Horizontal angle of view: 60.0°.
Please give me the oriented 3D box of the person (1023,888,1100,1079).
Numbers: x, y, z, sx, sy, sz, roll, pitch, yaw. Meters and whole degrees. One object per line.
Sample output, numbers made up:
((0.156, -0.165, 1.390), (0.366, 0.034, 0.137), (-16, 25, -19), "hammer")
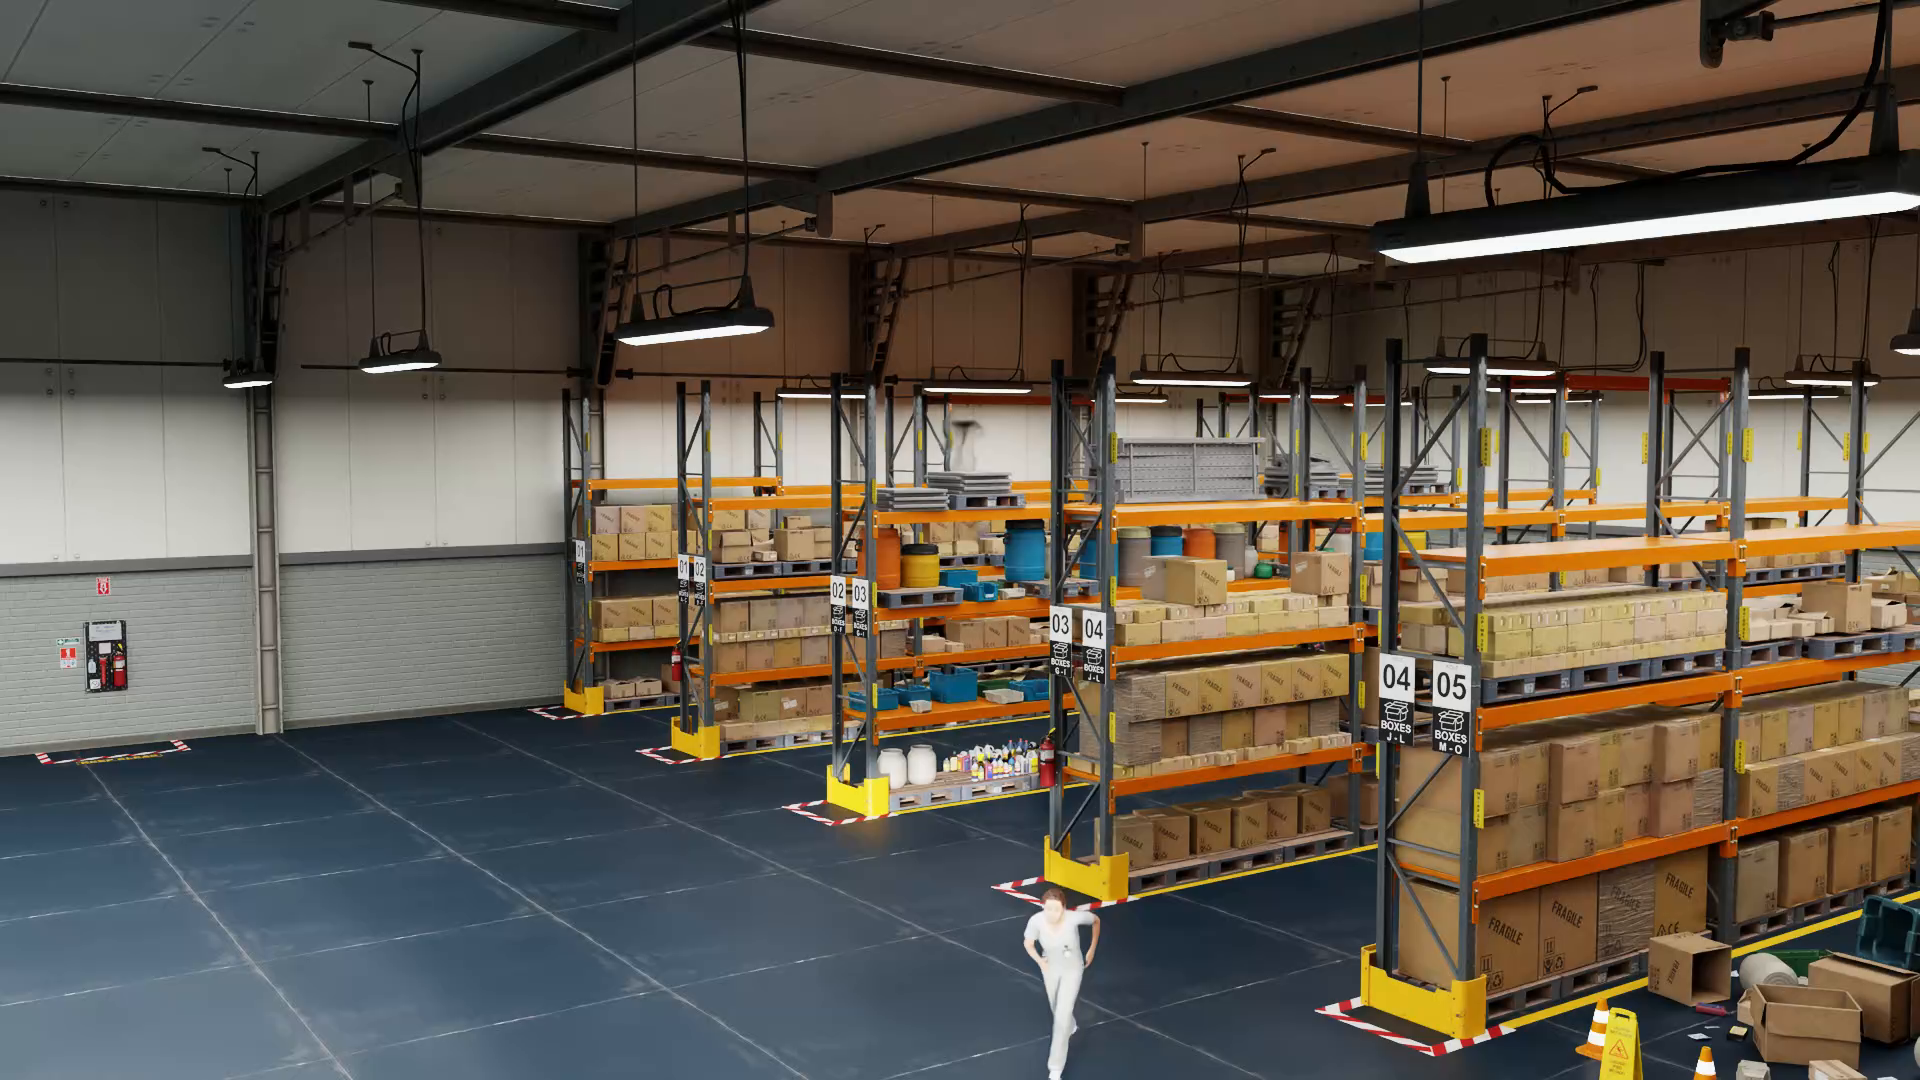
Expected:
((0.843, 3.530, 13.473), (0.606, 1.626, 0.957), (1, 4, 12), "person")
